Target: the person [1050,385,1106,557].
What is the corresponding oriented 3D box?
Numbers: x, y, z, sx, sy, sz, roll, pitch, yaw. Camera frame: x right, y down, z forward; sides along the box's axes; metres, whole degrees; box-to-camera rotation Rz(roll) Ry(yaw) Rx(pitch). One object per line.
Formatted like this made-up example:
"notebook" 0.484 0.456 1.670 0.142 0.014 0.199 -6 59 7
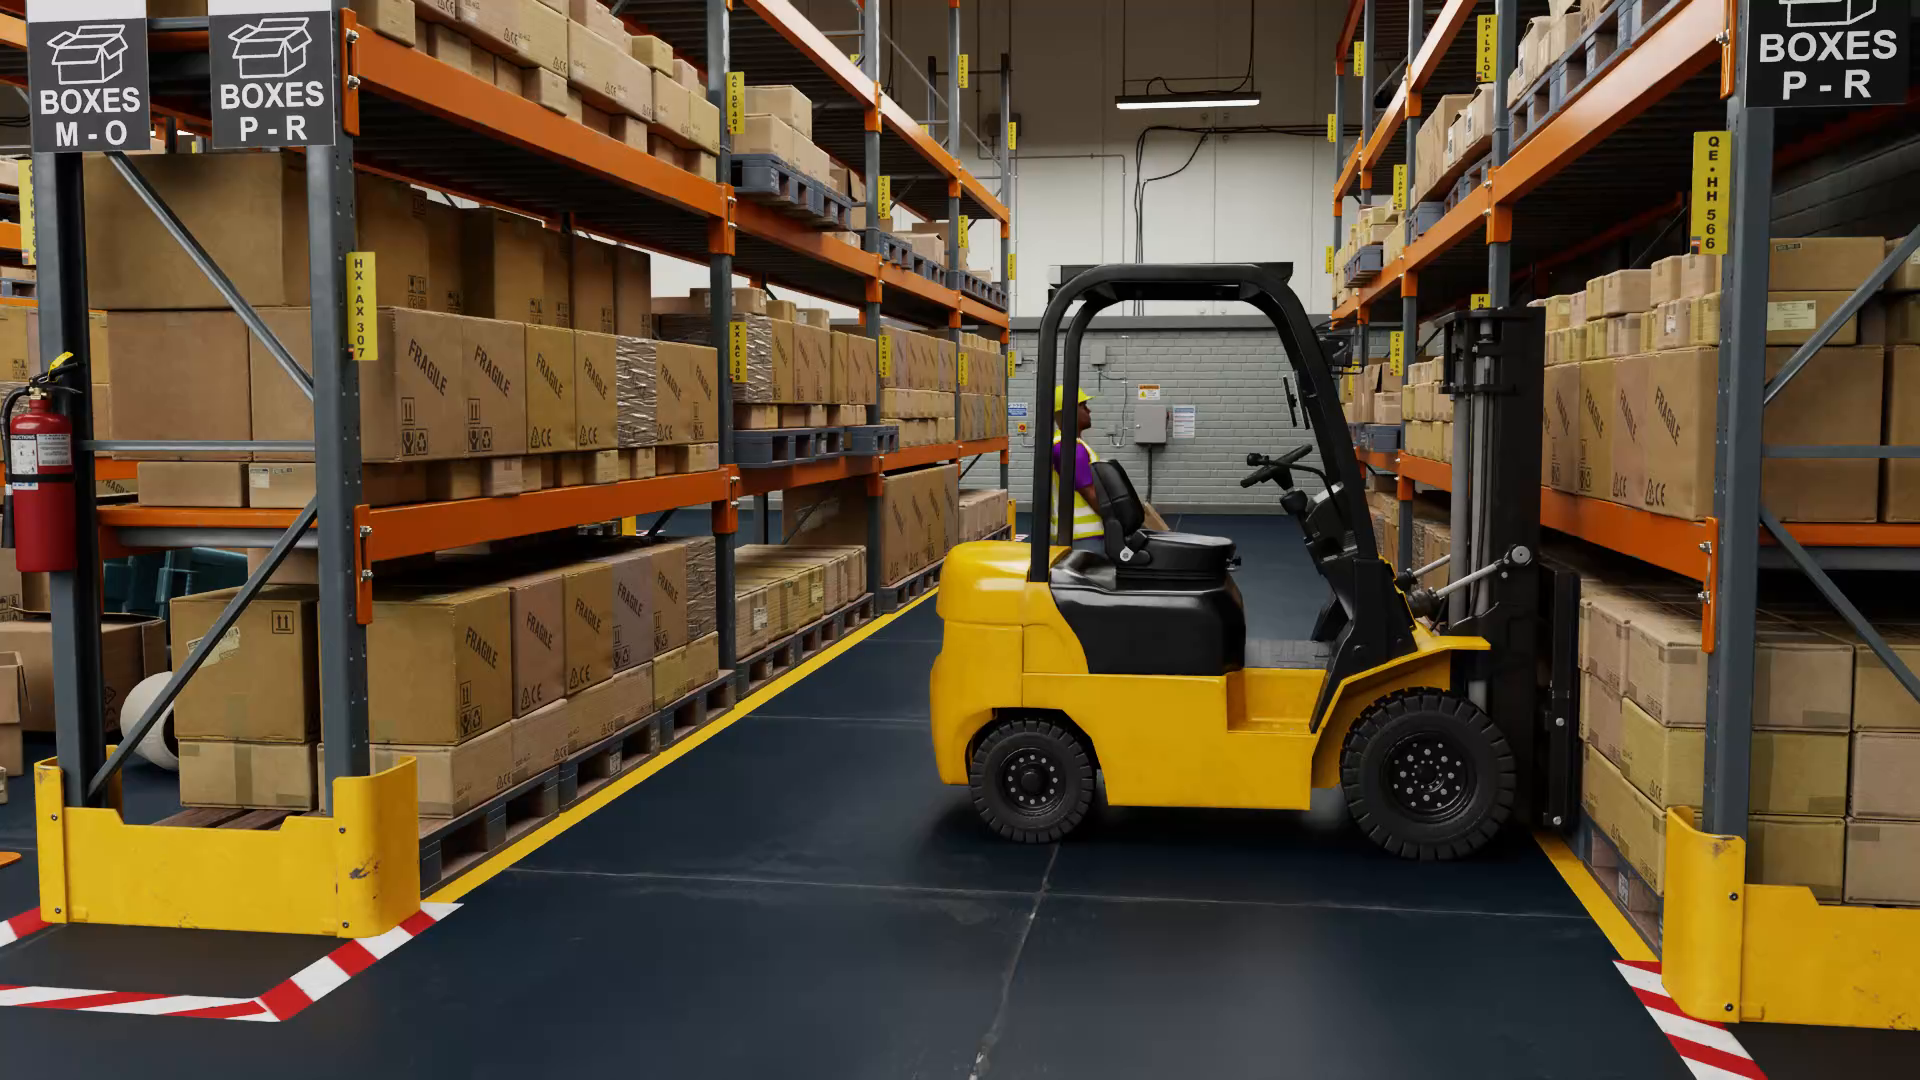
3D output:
"person" 0.740 -0.001 9.465 0.538 1.770 0.573 0 4 -5
